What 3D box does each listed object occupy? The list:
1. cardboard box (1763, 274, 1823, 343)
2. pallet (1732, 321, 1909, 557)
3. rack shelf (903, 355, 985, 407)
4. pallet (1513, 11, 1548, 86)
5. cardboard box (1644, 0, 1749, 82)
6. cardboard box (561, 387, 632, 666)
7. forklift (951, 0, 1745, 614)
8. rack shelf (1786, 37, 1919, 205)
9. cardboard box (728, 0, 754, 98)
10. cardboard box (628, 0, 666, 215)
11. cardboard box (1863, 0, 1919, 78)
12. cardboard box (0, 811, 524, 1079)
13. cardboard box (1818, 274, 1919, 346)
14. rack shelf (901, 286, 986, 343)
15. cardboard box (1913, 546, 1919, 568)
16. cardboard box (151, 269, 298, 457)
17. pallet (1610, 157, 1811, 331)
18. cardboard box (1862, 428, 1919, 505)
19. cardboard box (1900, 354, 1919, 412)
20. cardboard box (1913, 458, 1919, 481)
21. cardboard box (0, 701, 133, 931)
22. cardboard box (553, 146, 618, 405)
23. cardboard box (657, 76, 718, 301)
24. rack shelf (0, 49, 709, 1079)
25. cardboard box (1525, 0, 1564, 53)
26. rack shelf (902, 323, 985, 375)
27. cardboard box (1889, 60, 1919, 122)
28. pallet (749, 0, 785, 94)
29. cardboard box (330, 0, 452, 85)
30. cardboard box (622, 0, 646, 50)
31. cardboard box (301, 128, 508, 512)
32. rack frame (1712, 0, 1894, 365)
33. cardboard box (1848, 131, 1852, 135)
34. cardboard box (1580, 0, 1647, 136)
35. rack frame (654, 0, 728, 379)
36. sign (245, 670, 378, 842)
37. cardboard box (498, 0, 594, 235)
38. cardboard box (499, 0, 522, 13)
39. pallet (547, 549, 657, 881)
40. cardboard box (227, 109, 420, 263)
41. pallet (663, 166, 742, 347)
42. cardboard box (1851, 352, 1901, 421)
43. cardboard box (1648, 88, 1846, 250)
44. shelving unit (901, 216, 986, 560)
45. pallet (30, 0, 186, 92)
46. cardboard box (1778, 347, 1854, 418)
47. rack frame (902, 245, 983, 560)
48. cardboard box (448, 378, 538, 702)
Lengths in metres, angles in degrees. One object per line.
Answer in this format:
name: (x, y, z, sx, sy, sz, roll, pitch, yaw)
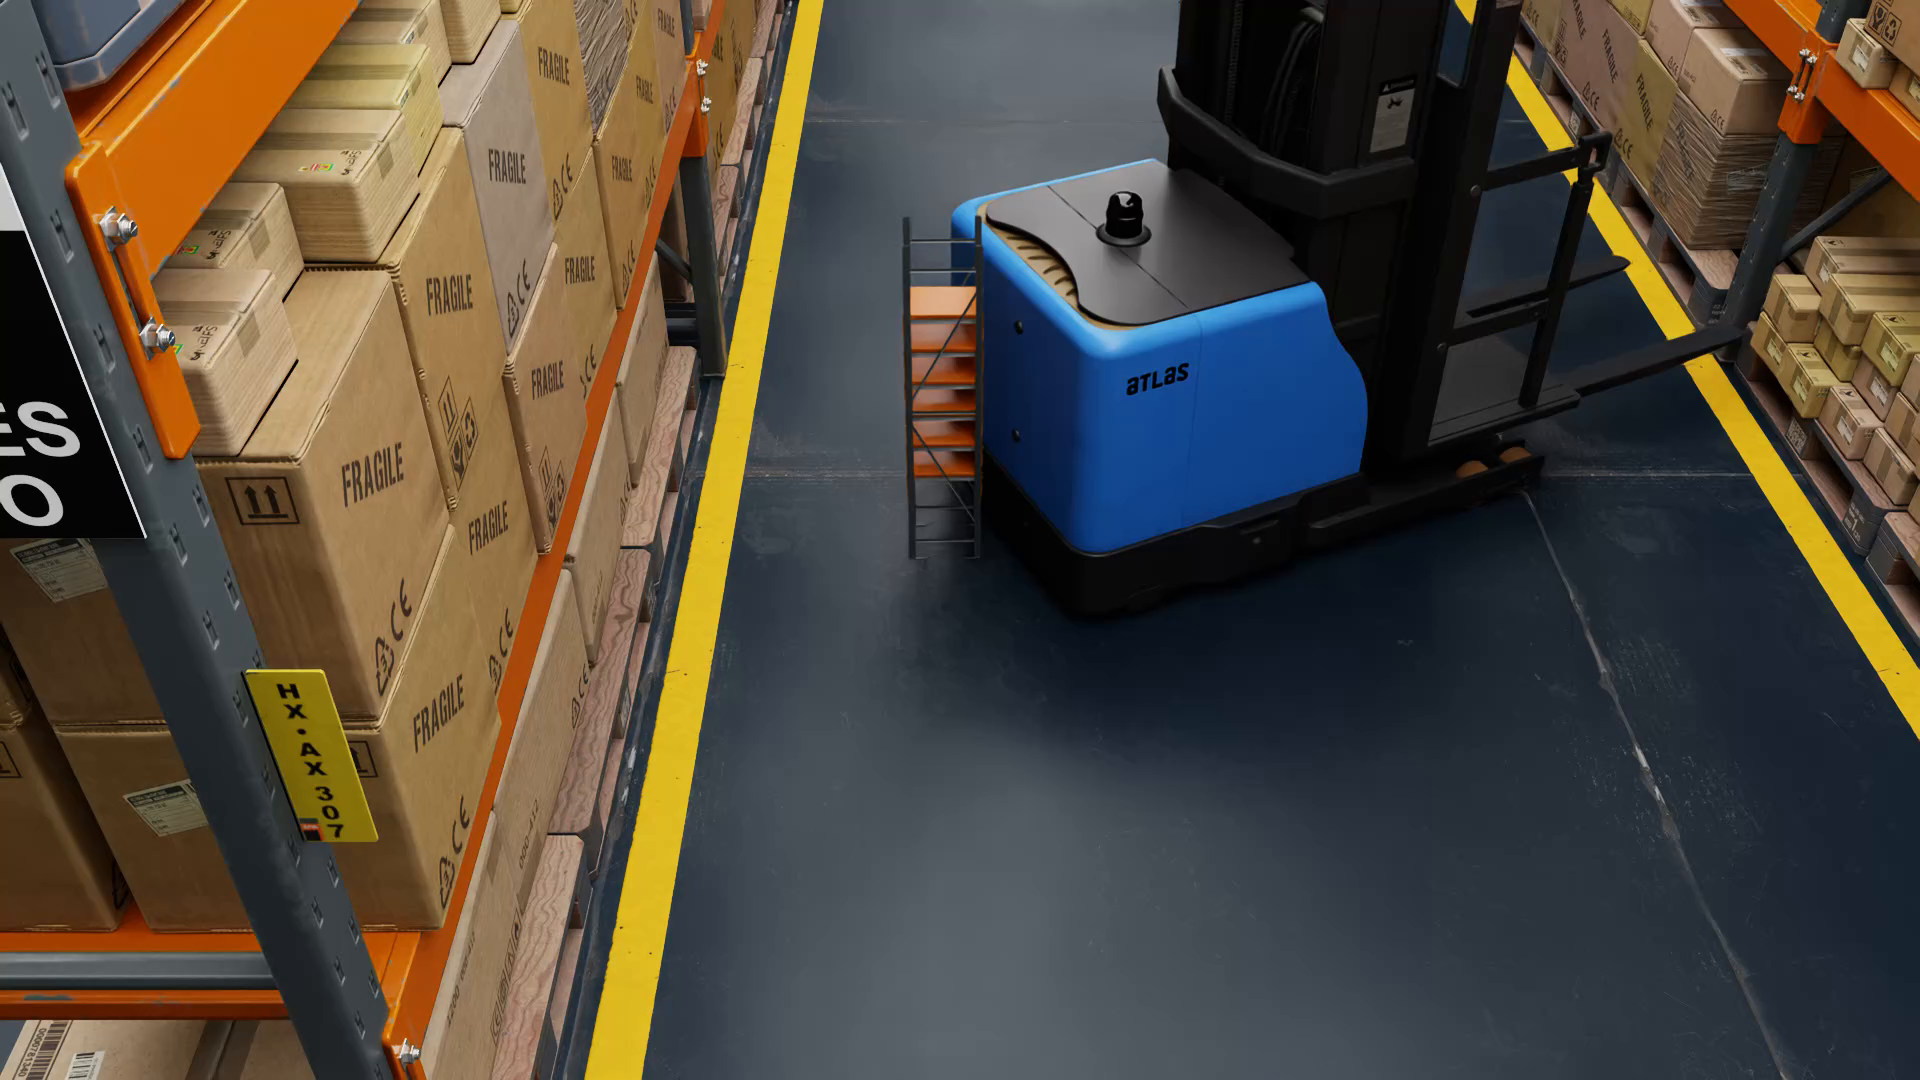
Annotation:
cardboard box: (3.206, -0.849, 6.117, 0.380, 0.149, 0.250, 2, 39, 2)
pallet: (3.562, -0.400, 6.081, 1.003, 0.211, 1.213, 0, 39, 0)
rack shelf: (-0.053, -0.518, 5.317, 0.258, 0.103, 0.180, -1, 39, -1)
pallet: (3.520, -2.833, 9.116, 1.003, 0.211, 1.213, 0, 39, 0)
cardboard box: (3.285, -2.177, 7.131, 0.500, 0.250, 0.500, 2, 39, 2)
cardboard box: (-1.529, -0.053, 5.131, 0.875, 0.438, 0.875, -1, 39, -1)
forklift: (1.511, -1.537, 5.325, 3.031, 2.935, 1.130, -17, 42, -20)
rack shelf: (3.528, -0.377, 4.397, 1.077, 0.370, 4.000, 0, 39, 0)
cardboard box: (-1.514, -2.688, 8.069, 0.875, 0.875, 0.875, 0, 39, 1)
cardboard box: (-1.162, -1.269, 4.855, 0.500, 0.500, 0.500, -1, 39, -1)
cardboard box: (3.274, -1.754, 5.222, 0.500, 0.500, 0.500, -1, 39, -1)
cardboard box: (-1.521, 1.083, 3.713, 0.875, 0.438, 0.875, -1, 39, -2)
cardboard box: (3.260, -0.804, 5.823, 0.380, 0.149, 0.250, 2, 39, 2)
rack shelf: (-0.053, -0.706, 5.167, 0.258, 0.103, 0.180, -1, 39, -1)
cardboard box: (3.247, 0.079, 5.196, 0.380, 0.149, 0.250, -1, 39, -1)
cardboard box: (-1.143, -0.245, 2.259, 0.380, 0.149, 0.250, 1, 39, 1)
pallet: (3.523, -1.307, 7.212, 1.003, 0.211, 1.213, 0, 39, 0)
cardboard box: (3.307, -0.251, 5.609, 0.380, 0.149, 0.250, -1, 39, -1)
cardboard box: (3.332, -0.483, 5.422, 0.380, 0.149, 0.250, -1, 39, -1)
cardboard box: (3.306, -0.198, 5.304, 0.380, 0.149, 0.250, 2, 39, 2)
cardboard box: (-1.685, 0.319, 2.873, 0.500, 0.500, 0.500, 0, 39, 0)
cardboard box: (-1.162, -0.627, 4.054, 0.500, 0.500, 0.500, 1, 39, 1)
cardboard box: (-1.505, -1.564, 6.666, 0.875, 0.875, 0.875, 1, 39, 1)
rack shelf: (-1.422, -0.310, 4.314, 1.077, 0.370, 4.000, 0, 39, 0)
cardboard box: (3.271, -2.841, 8.560, 0.500, 0.500, 0.500, 0, 39, 0)
rack shelf: (-0.053, -0.612, 5.242, 0.258, 0.103, 0.180, -1, 39, -1)
cardboard box: (3.273, -1.472, 5.388, 0.380, 0.149, 0.250, 1, 39, 1)
pallet: (-1.503, -2.762, 9.028, 1.003, 0.211, 1.213, 0, 39, 0)
cardboard box: (-1.172, -0.900, 3.076, 0.380, 0.149, 0.250, 0, 39, 0)
cardboard box: (-1.155, -1.659, 4.542, 0.500, 0.500, 0.500, -1, 39, -1)
cardboard box: (-1.143, -0.393, 2.962, 0.500, 0.500, 0.500, -1, 39, -1)
rack frame: (3.525, -1.908, 5.733, 1.000, 3.000, 0.127, 0, 39, 0)
cardboard box: (3.789, -1.852, 6.726, 0.500, 0.250, 0.500, -2, 39, -2)
cardboard box: (3.276, -2.201, 7.761, 0.500, 0.500, 0.500, -1, 39, -1)
rack frame: (-1.424, -1.842, 5.649, 1.000, 3.000, 0.127, 0, 39, 0)
sign: (-0.865, 0.294, 2.228, 0.100, 0.325, 0.005, 0, 39, 0)
cardboard box: (-1.153, -1.027, 3.753, 0.500, 0.500, 0.500, 0, 39, 0)
cardboard box: (-1.103, -1.215, 3.469, 0.380, 0.149, 0.250, -1, 39, -1)
pallet: (-1.498, 0.487, 4.974, 1.003, 0.211, 1.213, 0, 39, 0)
cardboard box: (-1.100, -0.571, 2.666, 0.380, 0.149, 0.250, 1, 39, 1)
pallet: (-1.501, -1.236, 7.124, 1.003, 0.211, 1.213, 0, 39, 0)
cardboard box: (3.332, -0.538, 5.729, 0.380, 0.149, 0.250, 0, 39, 0)
cardboard box: (3.273, -1.560, 6.960, 0.500, 0.500, 0.500, -1, 39, -1)
shelving unit: (-0.053, -0.460, 5.364, 0.258, 1.200, 0.189, -1, 39, -1)
pallet: (-1.431, -0.940, 2.197, 1.003, 0.211, 1.213, 0, 39, 0)
cardboard box: (3.205, -0.566, 6.001, 0.380, 0.149, 0.250, 1, 39, 1)
rack frame: (-0.051, -0.402, 5.293, 0.240, 1.200, 0.006, -1, 39, -1)
cardboard box: (-1.162, 0.004, 3.266, 0.500, 0.500, 0.500, -1, 39, -1)
